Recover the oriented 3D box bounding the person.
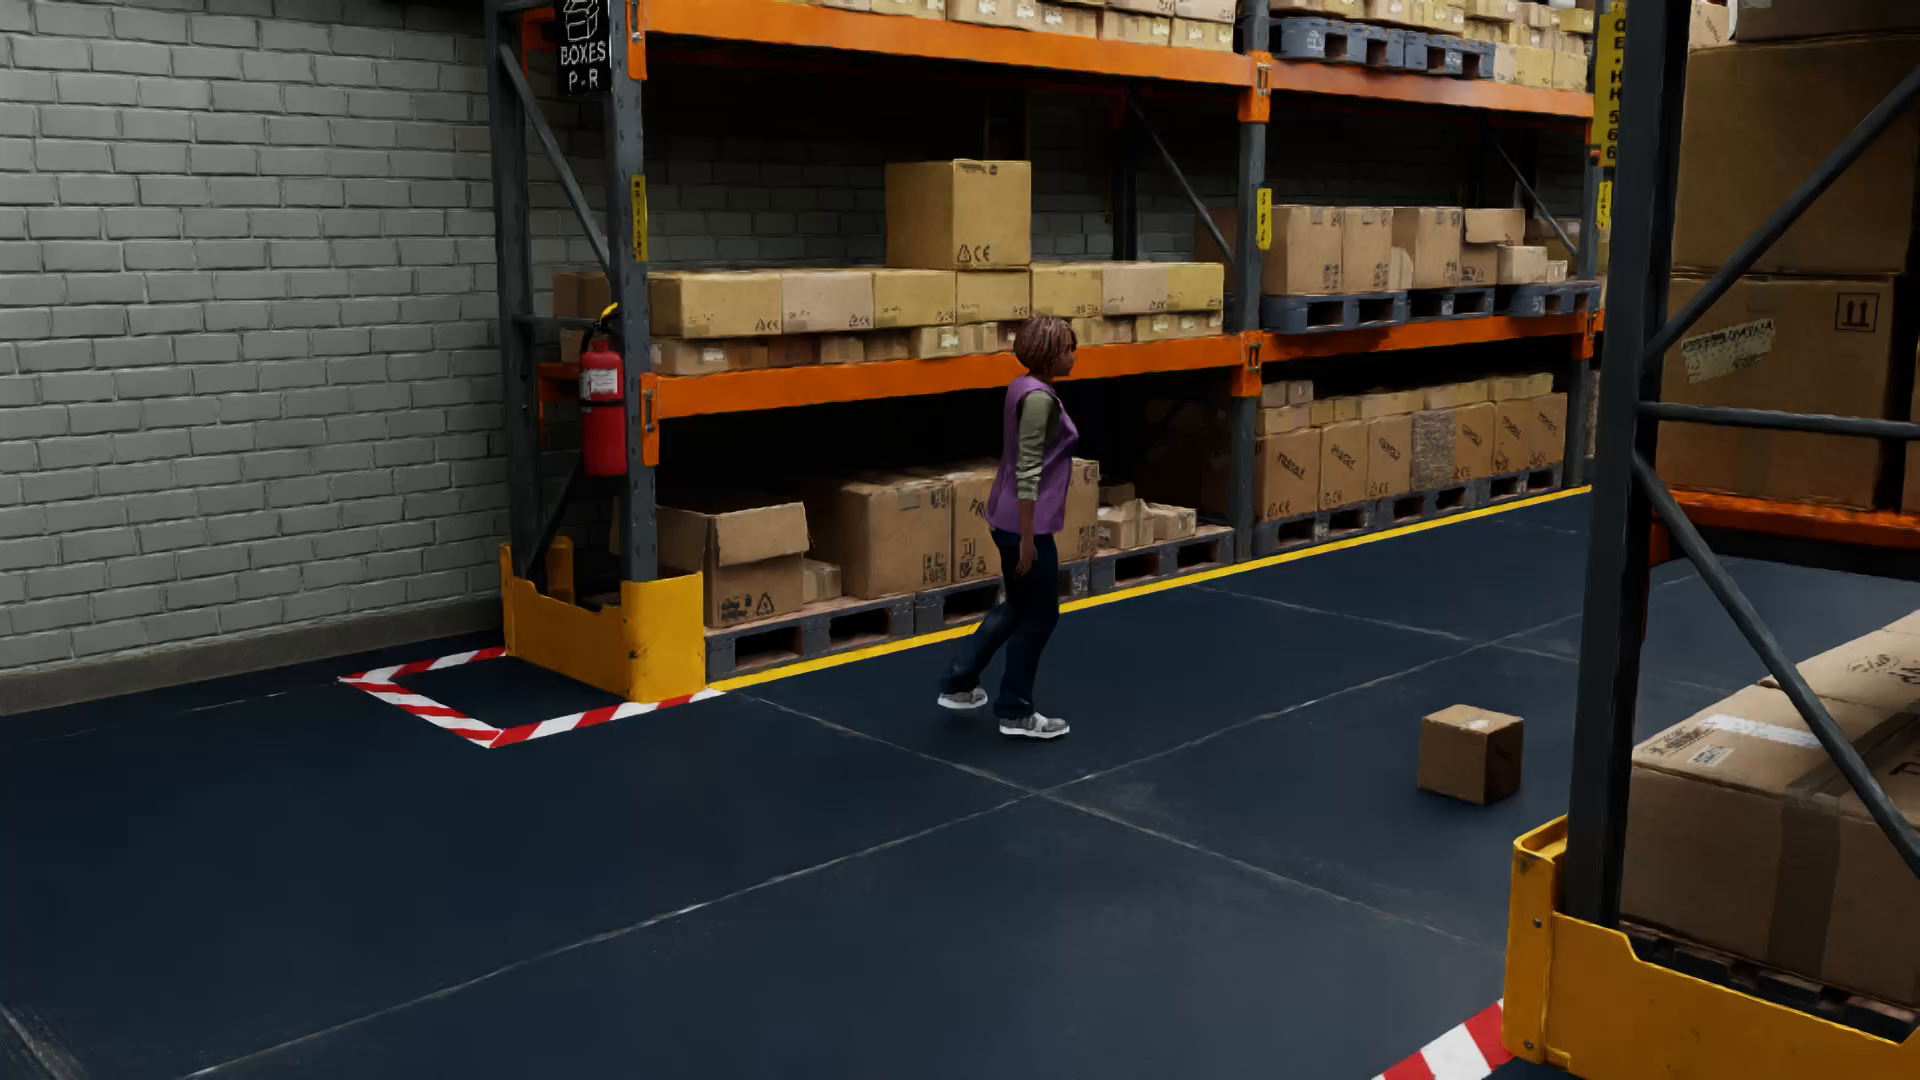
[{"bbox_3d":[0.174,-0.041,6.169,0.504,1.587,0.463,-1,11,-7],"label":"person"}]
